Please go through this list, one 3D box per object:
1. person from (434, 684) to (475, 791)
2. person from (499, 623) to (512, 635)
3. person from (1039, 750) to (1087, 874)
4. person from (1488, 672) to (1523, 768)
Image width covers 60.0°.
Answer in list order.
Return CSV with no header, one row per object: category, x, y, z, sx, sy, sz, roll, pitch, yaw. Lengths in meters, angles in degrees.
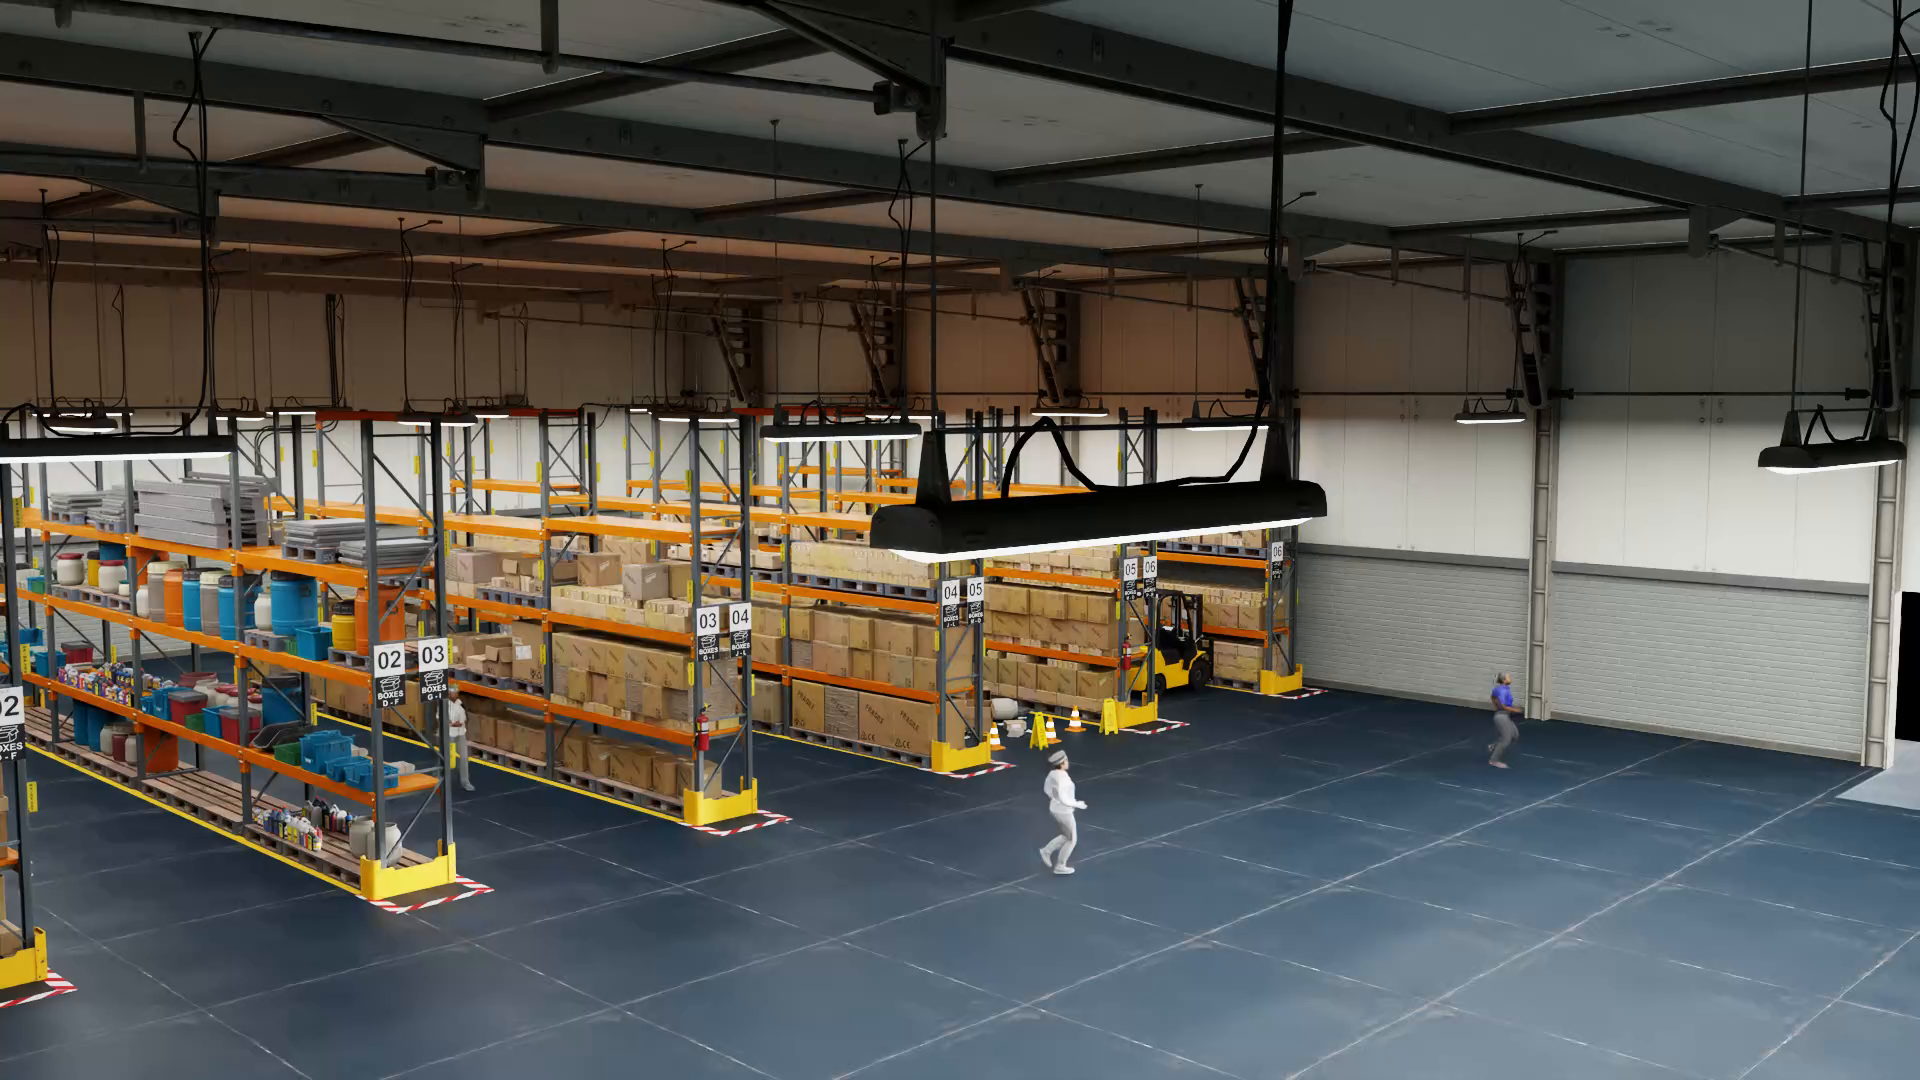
person,-8.043,3.118,26.464,0.847,1.685,0.586,4,6,37
person,-11.015,1.863,40.546,0.703,1.813,0.668,1,5,16
person,1.362,3.570,21.857,0.537,1.649,0.611,-1,5,-15
person,9.237,3.032,28.119,0.528,1.624,0.624,1,5,15
